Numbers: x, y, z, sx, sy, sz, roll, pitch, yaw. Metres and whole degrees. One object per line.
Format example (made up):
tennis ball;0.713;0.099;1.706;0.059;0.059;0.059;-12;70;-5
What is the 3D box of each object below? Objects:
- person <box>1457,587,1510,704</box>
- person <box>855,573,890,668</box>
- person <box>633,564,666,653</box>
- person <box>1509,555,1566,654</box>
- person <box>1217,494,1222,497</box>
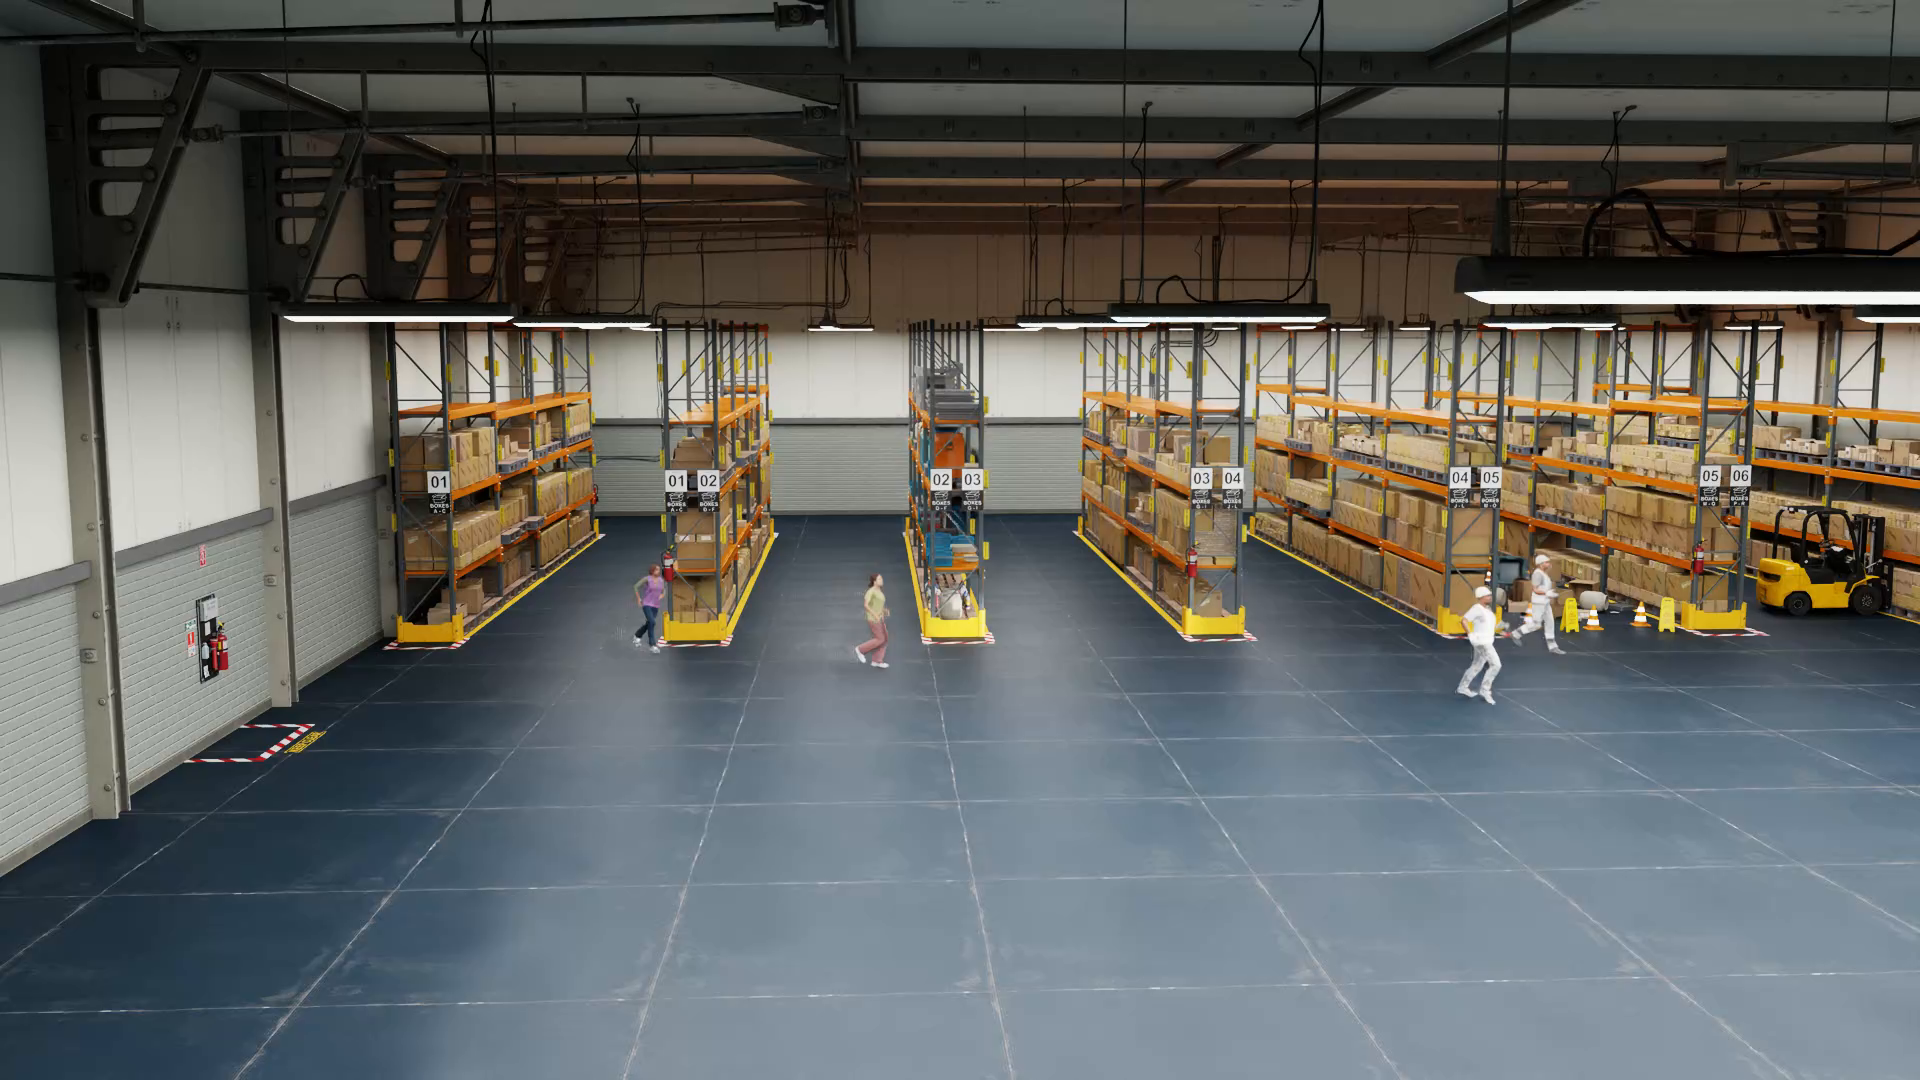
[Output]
person;8.169;1.642;25.963;0.758;1.832;0.659;3;8;24
person;-1.505;1.375;28.739;0.576;1.643;0.598;2;7;16
person;-5.590;1.209;30.177;0.572;1.560;0.878;-7;10;-44
person;10.397;1.147;29.843;0.992;1.781;0.658;5;9;34
person;7.624;-1.061;48.499;0.708;1.661;0.627;7;10;44
